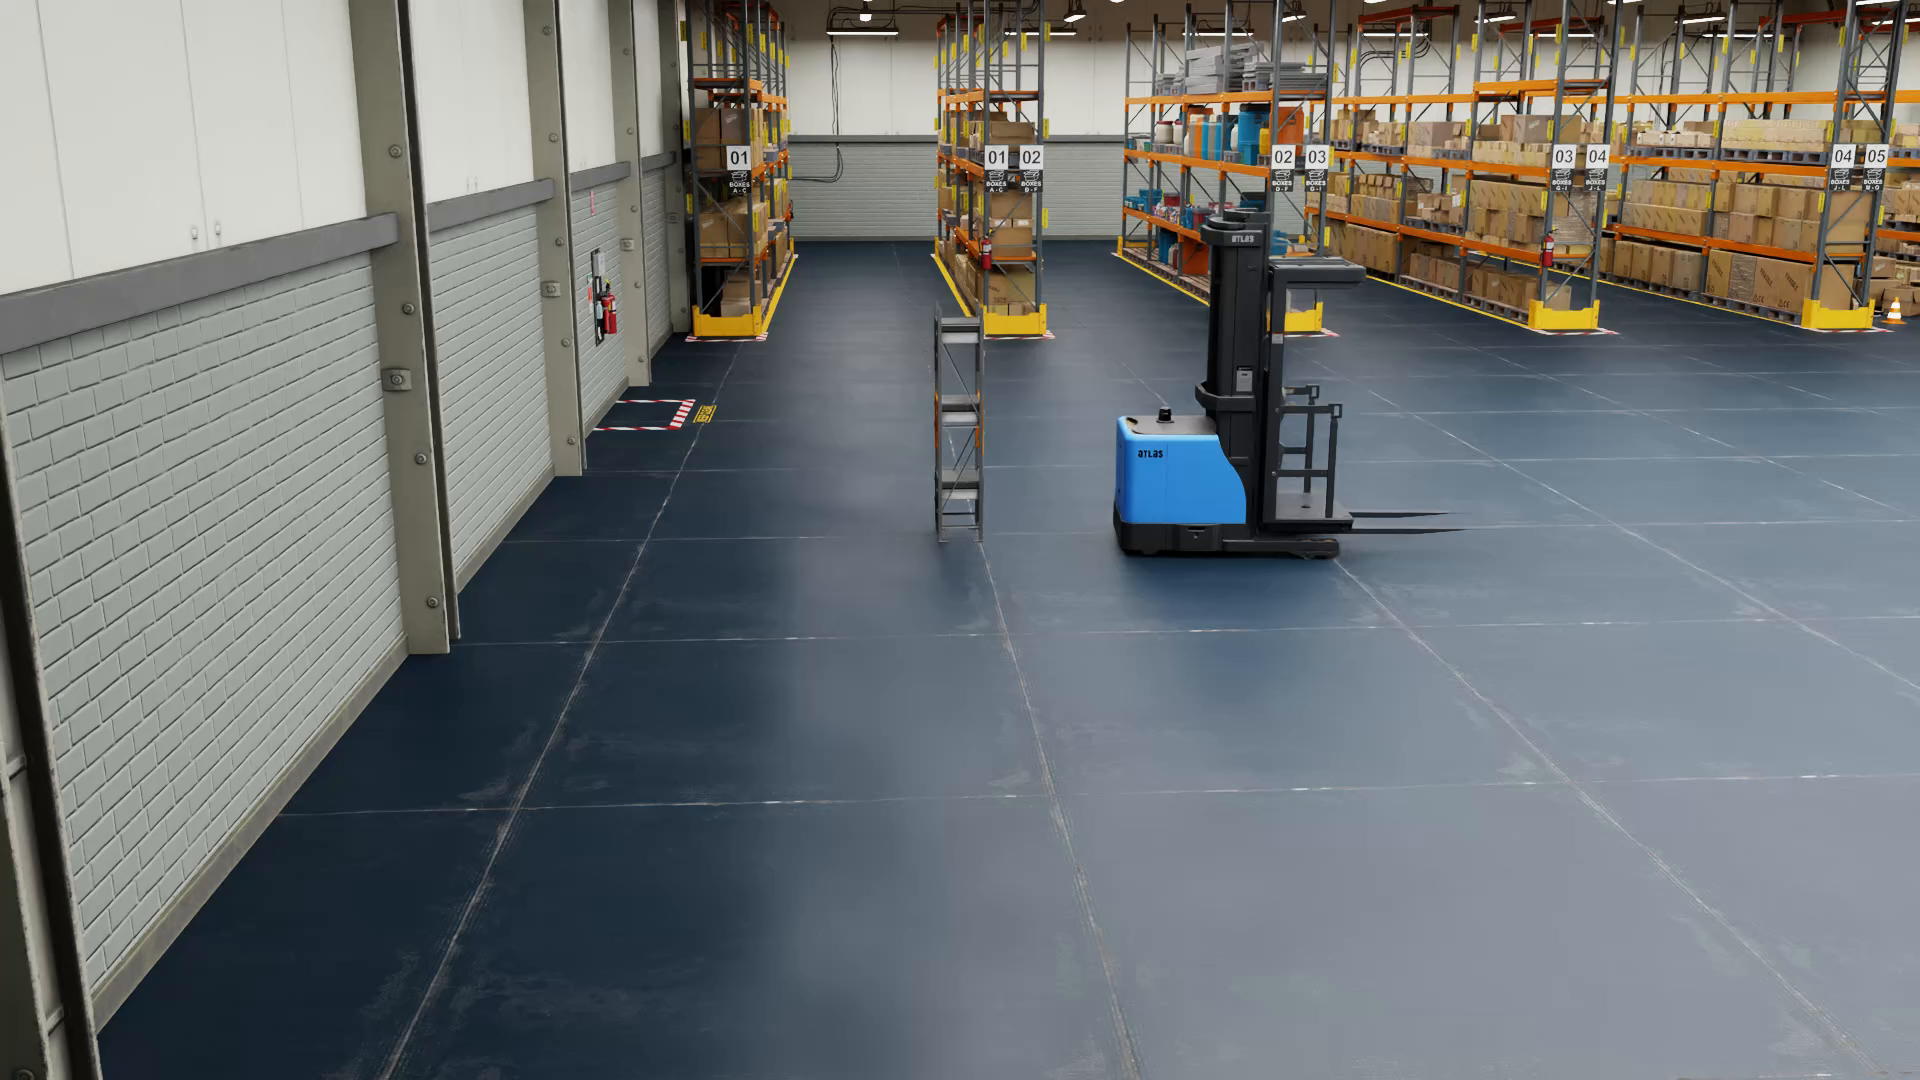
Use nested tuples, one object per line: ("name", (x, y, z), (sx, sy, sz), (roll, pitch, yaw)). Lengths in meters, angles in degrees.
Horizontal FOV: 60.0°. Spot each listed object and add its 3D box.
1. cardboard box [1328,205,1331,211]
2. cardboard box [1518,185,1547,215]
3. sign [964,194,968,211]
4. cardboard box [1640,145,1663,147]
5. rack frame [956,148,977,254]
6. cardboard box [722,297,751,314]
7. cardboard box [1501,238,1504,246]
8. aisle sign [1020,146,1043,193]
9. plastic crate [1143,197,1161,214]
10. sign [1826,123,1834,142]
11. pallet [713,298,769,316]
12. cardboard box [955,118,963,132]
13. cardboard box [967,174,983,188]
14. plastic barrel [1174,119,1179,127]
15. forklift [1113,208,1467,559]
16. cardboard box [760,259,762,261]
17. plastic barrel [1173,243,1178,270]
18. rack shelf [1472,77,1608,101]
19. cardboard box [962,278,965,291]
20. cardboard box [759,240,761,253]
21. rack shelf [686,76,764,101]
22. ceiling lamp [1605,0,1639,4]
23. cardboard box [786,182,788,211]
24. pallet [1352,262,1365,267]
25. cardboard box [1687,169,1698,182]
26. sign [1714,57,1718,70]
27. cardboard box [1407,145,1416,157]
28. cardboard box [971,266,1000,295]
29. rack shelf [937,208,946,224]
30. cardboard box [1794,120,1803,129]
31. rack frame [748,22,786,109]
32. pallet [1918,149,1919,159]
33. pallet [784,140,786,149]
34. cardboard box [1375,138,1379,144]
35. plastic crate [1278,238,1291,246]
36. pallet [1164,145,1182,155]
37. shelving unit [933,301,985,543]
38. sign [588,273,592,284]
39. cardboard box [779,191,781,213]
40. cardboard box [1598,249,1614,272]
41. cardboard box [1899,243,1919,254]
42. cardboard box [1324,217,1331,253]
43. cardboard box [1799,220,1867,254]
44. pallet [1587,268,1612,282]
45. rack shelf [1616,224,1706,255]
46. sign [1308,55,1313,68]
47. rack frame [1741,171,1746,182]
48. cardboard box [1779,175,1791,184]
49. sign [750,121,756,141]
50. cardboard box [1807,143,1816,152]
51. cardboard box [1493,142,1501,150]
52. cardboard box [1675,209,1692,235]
("cardboard box", (9.629, -8.488, 42.501), (0.380, 0.149, 0.250), (-1, 14, -4))
("cardboard box", (10.481, -6.169, 30.179), (0.500, 0.500, 0.500), (-1, 14, -3))
("sign", (0.122, -6.590, 32.453), (0.100, 0.325, 0.005), (-1, 14, -3))
("cardboard box", (15.489, -8.923, 37.468), (0.500, 0.500, 0.500), (-1, 14, -3))
("rack frame", (0.415, -7.073, 36.496), (1.000, 3.000, 0.127), (-1, 14, -3))
("cardboard box", (-4.022, -4.232, 29.968), (0.500, 0.311, 0.500), (0, 14, 1))
("cardboard box", (10.430, -5.616, 31.338), (0.380, 0.149, 0.250), (-1, 14, -3))
("aisle sign", (1.220, -6.331, 28.394), (0.394, 0.787, 0.004), (-1, 14, -3))
("plastic crate", (4.742, -8.275, 41.081), (0.392, 0.384, 0.575), (-1, 14, -3))
("sign", (15.212, -7.125, 29.060), (0.100, 0.325, 0.005), (-1, 14, -3))
("pallet", (-4.204, -4.484, 32.029), (1.003, 0.211, 1.213), (-1, 14, -3))
("cardboard box", (0.210, -9.362, 38.131), (0.600, 0.600, 0.600), (-1, 15, -6))
("cardboard box", (0.419, -8.722, 40.697), (0.500, 0.500, 0.500), (-1, 14, -2))
("plastic barrel", (5.370, -9.667, 39.336), (0.600, 0.588, 0.600), (0, 14, 0))
("forklift", (2.919, -1.388, 14.537), (3.031, 2.935, 1.130), (0, 14, 1))
("cardboard box", (-4.517, -5.690, 35.254), (0.700, 0.500, 0.500), (-1, 14, -4))
("plastic barrel", (5.242, -6.586, 38.601), (0.600, 0.588, 0.708), (-1, 14, -3))
("rack shelf", (10.674, -8.288, 30.629), (1.077, 0.370, 4.000), (-1, 14, -3))
("cardboard box", (0.318, -5.174, 33.792), (0.500, 0.250, 0.500), (-1, 14, -4))
("cardboard box", (-3.793, -5.198, 29.470), (0.500, 0.250, 0.500), (-1, 14, -5))
("rack shelf", (-4.157, -8.059, 29.738), (1.077, 0.370, 4.000), (-1, 14, -3))
("ceiling lamp", (13.309, -11.971, 31.781), (0.800, 3.185, 2.000), (-1, 14, -3))
("cardboard box", (-4.927, -8.823, 42.695), (0.980, 0.700, 0.700), (-1, 14, -4))
("pallet", (10.178, -6.678, 40.559), (1.003, 0.211, 1.213), (-1, 14, -3))
("cardboard box", (19.522, -9.520, 43.800), (0.500, 0.500, 0.500), (-1, 14, -4))
("sign", (20.240, -12.768, 44.559), (0.100, 0.325, 0.005), (-1, 14, -3))
("cardboard box", (10.077, -8.484, 36.262), (0.500, 0.250, 0.500), (-1, 14, -2))
("cardboard box", (0.474, -4.820, 30.909), (0.500, 0.500, 0.500), (-1, 14, -3))
("rack shelf", (0.043, -8.217, 42.385), (1.077, 0.370, 4.000), (-1, 14, -3))
("cardboard box", (15.348, -7.524, 30.092), (0.380, 0.149, 0.250), (-1, 14, -2))
("rack frame", (-5.025, -11.890, 43.180), (1.000, 3.000, 0.127), (-1, 14, -3))
("pallet", (20.509, -7.900, 34.067), (1.213, 0.211, 1.003), (-1, 14, -3))
("pallet", (-4.890, -9.906, 41.666), (1.003, 0.211, 1.213), (-1, 14, -3))
("cardboard box", (9.997, -9.381, 39.110), (0.380, 0.149, 0.250), (-1, 15, -6))
("plastic crate", (5.960, -5.626, 31.401), (0.530, 0.136, 0.437), (-1, 14, -3))
("pallet", (5.330, -9.029, 38.458), (1.003, 0.211, 1.213), (-1, 14, -3))
("shelving unit", (-0.010, -1.058, 14.925), (0.431, 2.100, 0.503), (-1, 14, -3))
("sign", (-4.514, -3.195, 20.290), (0.001, 0.109, 0.331), (-1, 14, -3))
("cardboard box", (-4.433, -7.830, 38.600), (0.500, 0.500, 0.500), (-1, 14, -3))
("cardboard box", (14.957, -6.429, 38.166), (0.500, 0.500, 0.500), (-1, 14, -4))
("cardboard box", (24.550, -7.552, 43.003), (0.396, 0.266, 0.258), (0, 14, -1))
("cardboard box", (9.983, -8.005, 43.538), (0.875, 0.875, 0.875), (-1, 14, -3))
("cardboard box", (15.686, -5.451, 29.891), (0.875, 0.550, 0.550), (-1, 14, -3))
("pallet", (15.212, -6.120, 38.389), (1.003, 0.211, 1.213), (-1, 14, -3))
("rack shelf", (15.383, -6.430, 35.443), (1.077, 0.370, 4.000), (-1, 14, -3))
("sign", (9.252, -12.642, 43.908), (0.100, 0.325, 0.005), (-1, 14, -3))
("rack frame", (19.945, -8.373, 41.548), (1.000, 3.000, 0.127), (-1, 14, -3))
("cardboard box", (19.812, -8.412, 39.494), (0.500, 0.500, 0.500), (-1, 14, -4))
("sign", (-3.492, -6.890, 28.012), (0.100, 0.325, 0.005), (-1, 14, -3))
("cardboard box", (15.381, -7.010, 29.691), (0.380, 0.149, 0.250), (-1, 14, -3))
("cardboard box", (10.330, -7.457, 31.469), (0.380, 0.149, 0.250), (-1, 14, -4))
("cardboard box", (15.176, -6.581, 34.384), (0.500, 0.500, 0.500), (-1, 14, -4))
